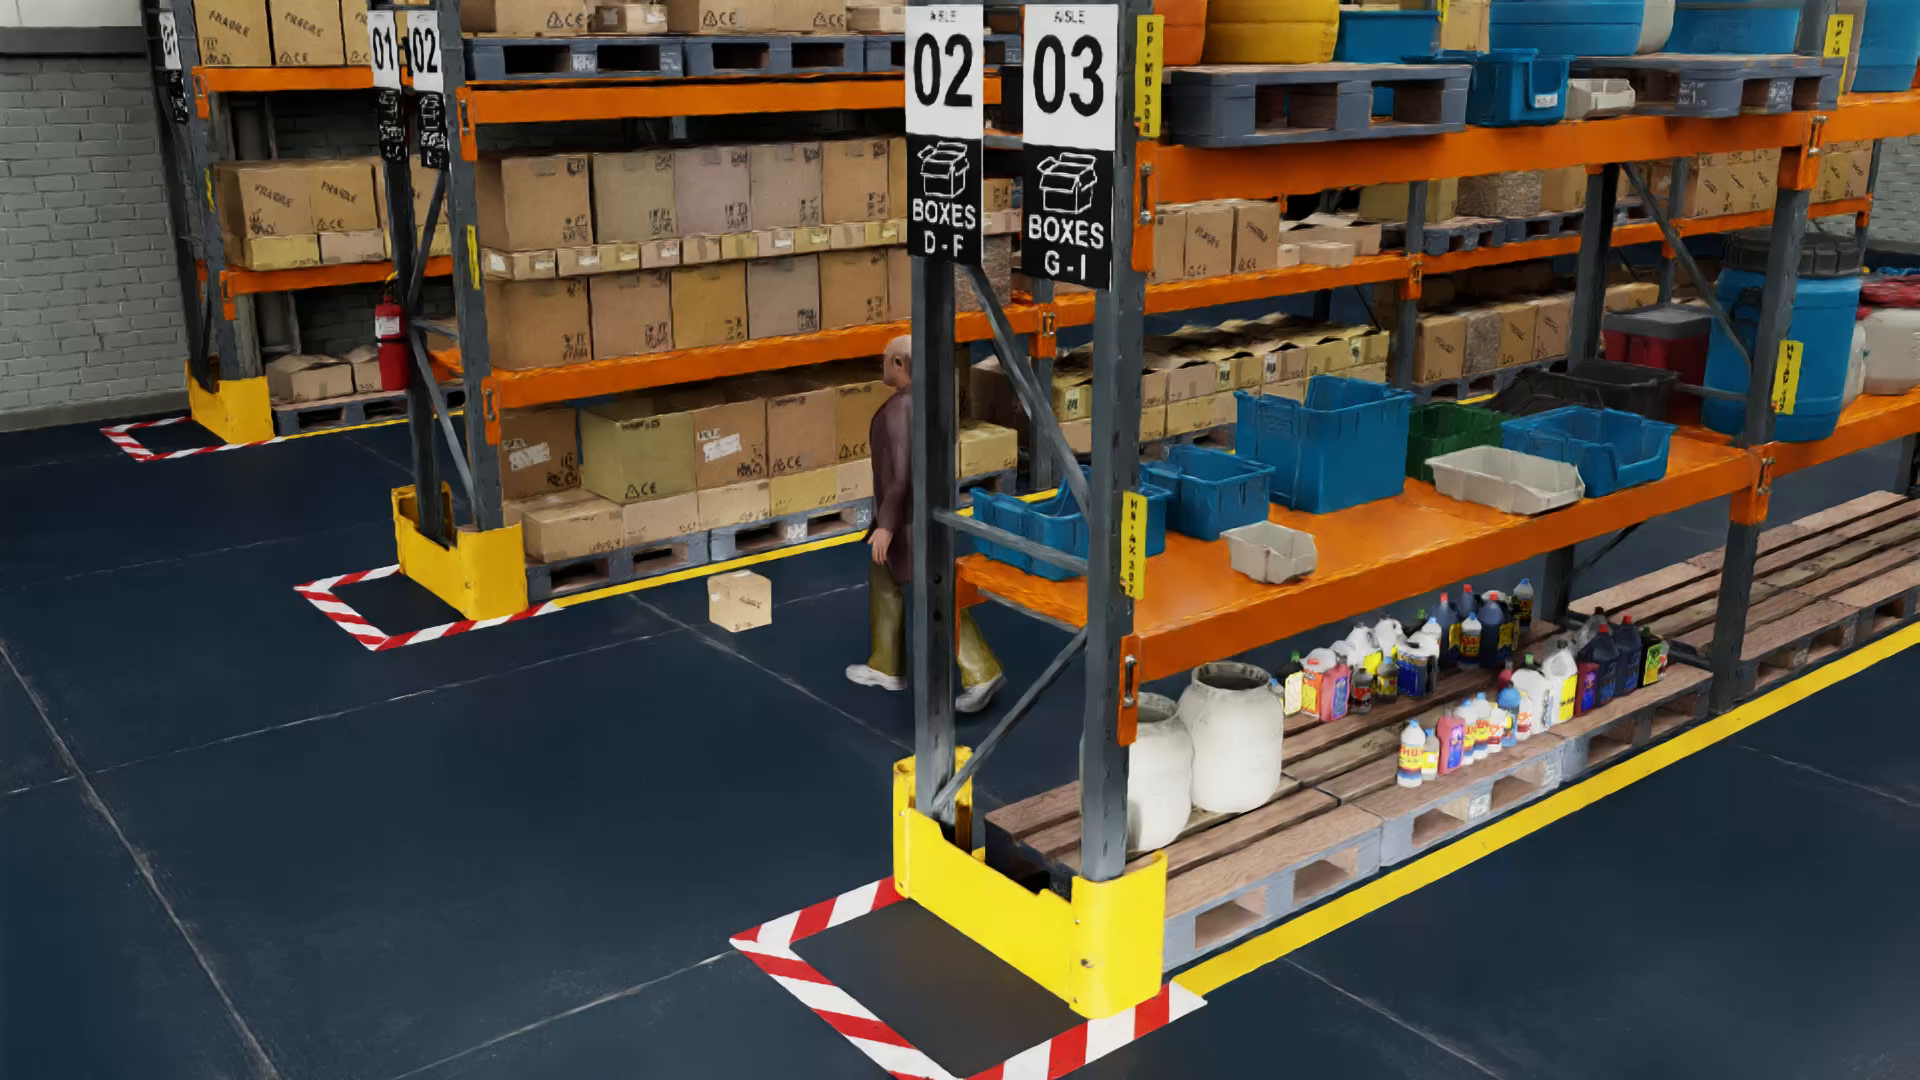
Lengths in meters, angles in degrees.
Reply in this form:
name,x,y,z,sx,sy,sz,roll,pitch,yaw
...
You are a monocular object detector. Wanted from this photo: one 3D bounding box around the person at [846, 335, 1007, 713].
name,x,y,z,sx,sy,sz,roll,pitch,yaw
person,-0.178,-0.088,7.884,0.829,1.753,0.701,2,18,6
